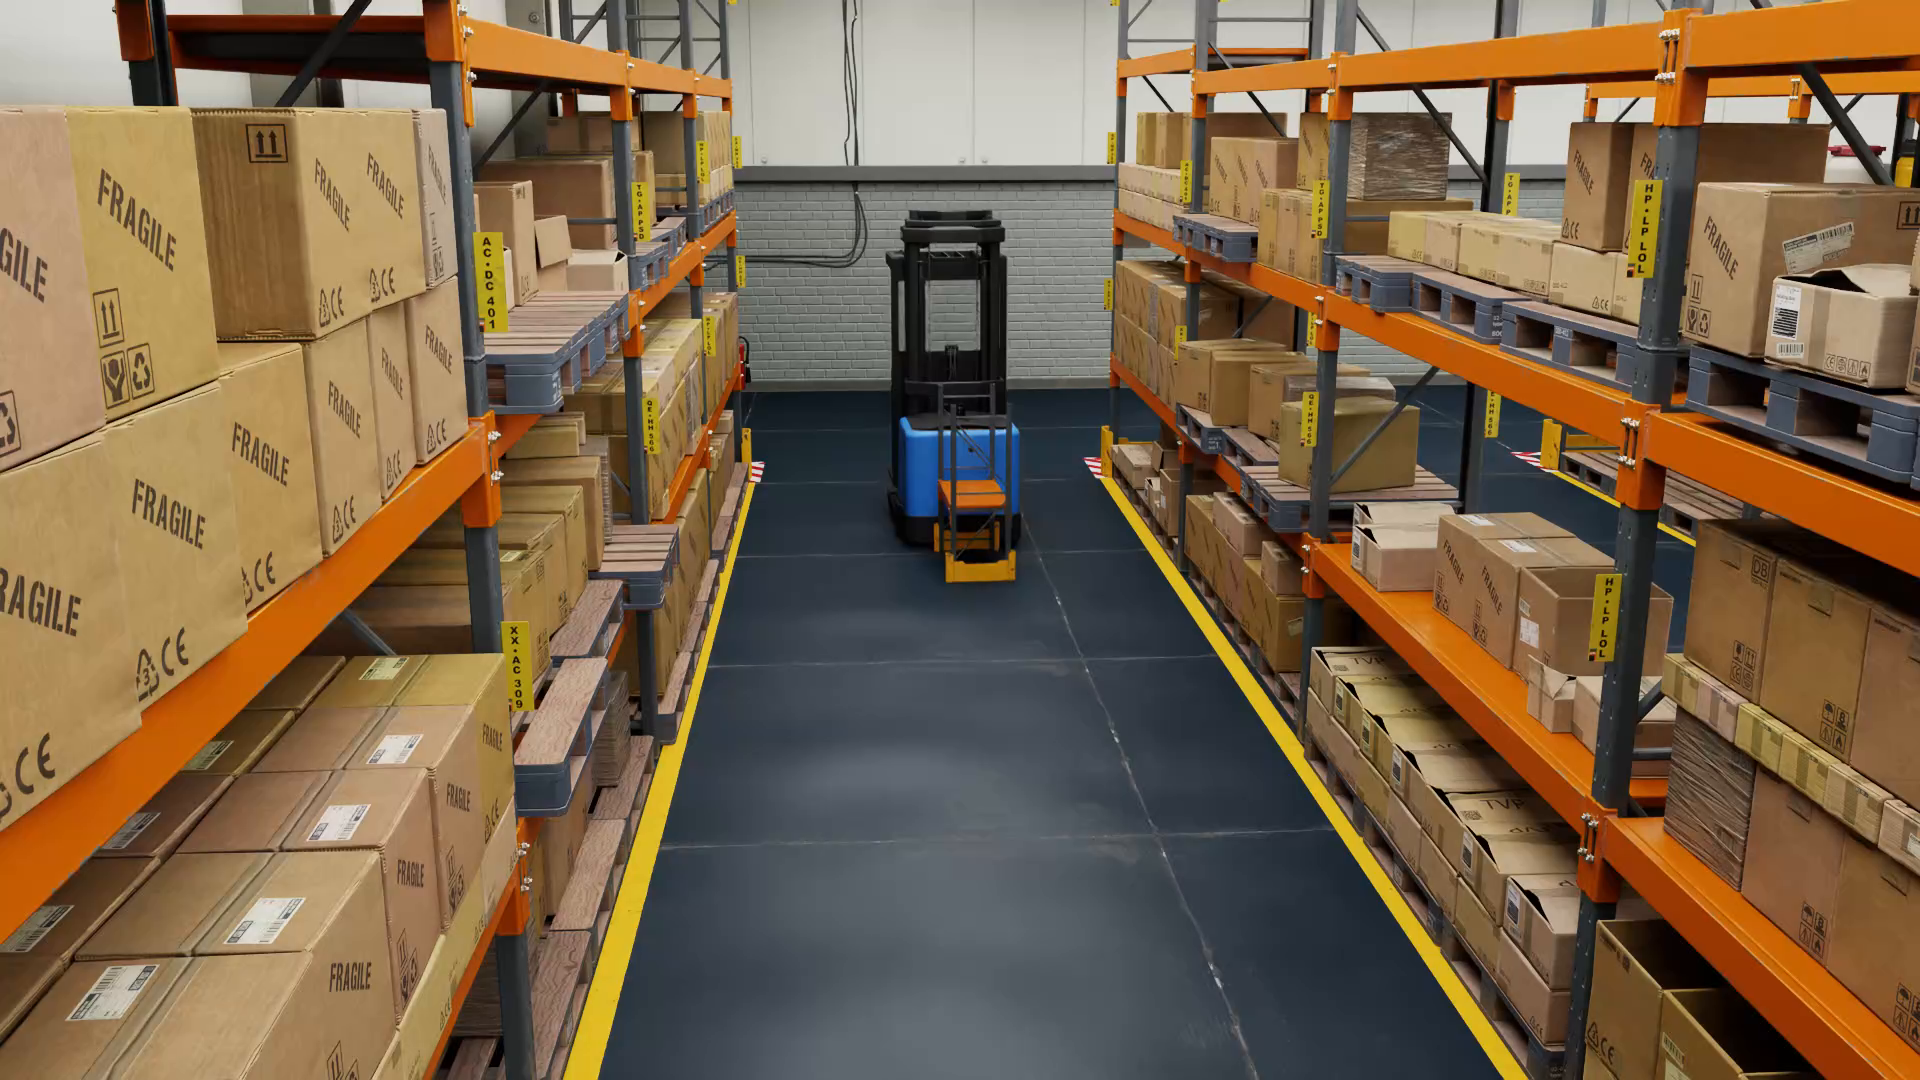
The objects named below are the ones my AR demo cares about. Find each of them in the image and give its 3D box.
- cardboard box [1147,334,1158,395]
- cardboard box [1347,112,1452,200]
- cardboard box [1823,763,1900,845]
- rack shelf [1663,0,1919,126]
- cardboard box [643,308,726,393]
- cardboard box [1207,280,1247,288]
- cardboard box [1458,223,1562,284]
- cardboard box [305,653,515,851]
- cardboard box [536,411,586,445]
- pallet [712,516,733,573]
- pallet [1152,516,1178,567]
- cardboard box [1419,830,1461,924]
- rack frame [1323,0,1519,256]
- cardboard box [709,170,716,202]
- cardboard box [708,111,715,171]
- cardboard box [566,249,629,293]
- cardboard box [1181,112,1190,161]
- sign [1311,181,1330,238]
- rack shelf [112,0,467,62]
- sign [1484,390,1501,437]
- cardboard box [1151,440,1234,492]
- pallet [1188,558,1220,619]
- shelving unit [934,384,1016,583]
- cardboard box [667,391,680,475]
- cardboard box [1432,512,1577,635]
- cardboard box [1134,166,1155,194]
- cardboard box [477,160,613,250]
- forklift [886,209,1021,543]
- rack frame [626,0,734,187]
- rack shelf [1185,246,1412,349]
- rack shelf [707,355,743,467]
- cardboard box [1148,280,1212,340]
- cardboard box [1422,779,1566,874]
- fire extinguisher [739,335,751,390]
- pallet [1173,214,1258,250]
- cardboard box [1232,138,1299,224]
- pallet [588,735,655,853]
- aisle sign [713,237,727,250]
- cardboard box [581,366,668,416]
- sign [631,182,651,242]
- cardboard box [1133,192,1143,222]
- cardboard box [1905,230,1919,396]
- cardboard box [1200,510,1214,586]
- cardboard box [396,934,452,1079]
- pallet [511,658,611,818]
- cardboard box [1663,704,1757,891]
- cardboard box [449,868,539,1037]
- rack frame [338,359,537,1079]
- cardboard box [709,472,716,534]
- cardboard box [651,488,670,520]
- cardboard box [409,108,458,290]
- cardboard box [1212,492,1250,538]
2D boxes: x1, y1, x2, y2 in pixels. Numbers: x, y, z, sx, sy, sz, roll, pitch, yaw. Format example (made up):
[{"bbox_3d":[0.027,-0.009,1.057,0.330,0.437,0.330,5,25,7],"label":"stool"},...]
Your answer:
[{"bbox_3d":[2.011,-1.622,15.333,0.500,0.500,0.500,-1,14,-2],"label":"cardboard box"},{"bbox_3d":[2.593,-2.296,9.928,0.500,0.500,0.500,-1,14,-3],"label":"cardboard box"},{"bbox_3d":[2.749,0.754,4.799,0.380,0.149,0.250,-1,14,-5],"label":"cardboard box"},{"bbox_3d":[2.986,-1.074,3.609,1.077,0.370,4.000,-1,14,-3],"label":"rack shelf"},{"bbox_3d":[-2.690,-1.763,15.479,0.980,0.700,0.700,-2,15,-6],"label":"cardboard box"},{"bbox_3d":[2.554,-2.108,15.214,0.500,0.500,0.500,-1,14,-5],"label":"cardboard box"},{"bbox_3d":[2.773,-1.401,8.115,0.500,0.250,0.500,-1,14,-5],"label":"cardboard box"},{"bbox_3d":[-1.744,0.682,5.334,0.500,0.500,0.500,-1,14,-4],"label":"cardboard box"},{"bbox_3d":[-2.279,-0.615,9.236,0.380,0.149,0.250,-3,15,-11],"label":"cardboard box"},{"bbox_3d":[-2.547,0.040,14.670,1.003,0.211,1.213,-1,14,-3],"label":"pallet"},{"bbox_3d":[2.324,-0.018,14.895,1.003,0.211,1.213,-1,14,-3],"label":"pallet"},{"bbox_3d":[2.485,1.569,7.808,0.500,0.250,0.500,-1,14,-2],"label":"cardboard box"},{"bbox_3d":[2.614,-3.108,9.270,1.000,3.000,0.127,-1,14,-3],"label":"rack frame"},{"bbox_3d":[-2.375,-3.055,14.340,0.500,0.250,0.500,-1,14,-5],"label":"cardboard box"},{"bbox_3d":[-2.380,-3.424,14.272,0.500,0.500,0.500,-1,14,-5],"label":"cardboard box"},{"bbox_3d":[-2.016,-1.369,8.671,0.500,0.311,0.500,-1,14,-3],"label":"cardboard box"},{"bbox_3d":[2.371,-3.554,14.815,0.700,0.500,0.500,-1,14,-3],"label":"cardboard box"},{"bbox_3d":[2.072,-1.898,9.548,0.100,0.325,0.005,-1,14,-3],"label":"sign"},{"bbox_3d":[-1.958,-1.188,3.259,1.077,0.370,4.000,-1,14,-3],"label":"rack shelf"},{"bbox_3d":[3.168,-0.773,9.909,0.100,0.325,0.005,-1,14,-3],"label":"sign"},{"bbox_3d":[2.244,-0.668,15.955,0.797,0.503,0.637,-1,14,-3],"label":"cardboard box"},{"bbox_3d":[2.454,0.355,13.447,1.003,0.211,1.213,-1,14,-3],"label":"pallet"},{"bbox_3d":[0.116,-0.507,14.212,0.587,1.500,1.083,-2,15,-6],"label":"shelving unit"},{"bbox_3d":[-2.158,-0.706,11.136,0.500,0.500,0.500,-1,14,-4],"label":"cardboard box"},{"bbox_3d":[2.734,0.166,8.384,0.500,0.500,0.500,-2,15,-6],"label":"cardboard box"},{"bbox_3d":[1.951,-3.434,15.854,0.500,0.250,0.500,-1,14,-3],"label":"cardboard box"},{"bbox_3d":[-2.417,-1.957,9.732,0.700,0.500,0.500,-2,15,-8],"label":"cardboard box"},{"bbox_3d":[-0.132,-1.709,16.011,1.130,2.935,3.031,-2,15,-6],"label":"forklift"},{"bbox_3d":[-2.826,-5.020,16.701,1.000,3.000,0.127,-1,14,-3],"label":"rack frame"},{"bbox_3d":[2.490,-1.804,11.666,1.077,0.370,4.000,-1,14,-3],"label":"rack shelf"},{"bbox_3d":[-2.702,-1.269,15.605,1.077,0.370,4.000,-1,14,-3],"label":"rack shelf"},{"bbox_3d":[2.011,-2.104,15.202,0.500,0.500,0.500,-1,14,-3],"label":"cardboard box"},{"bbox_3d":[2.483,1.299,7.730,0.500,0.311,0.500,-1,14,-4],"label":"cardboard box"},{"bbox_3d":[-2.375,-1.941,17.679,0.296,0.674,0.183,-1,14,-3],"label":"fire extinguisher"},{"bbox_3d":[2.336,-2.396,12.899,1.213,0.211,1.003,-1,14,-3],"label":"pallet"},{"bbox_3d":[2.388,-2.658,12.297,0.600,0.600,0.600,-1,14,-4],"label":"cardboard box"},{"bbox_3d":[-2.283,1.420,9.308,1.003,0.211,1.213,-1,14,-3],"label":"pallet"},{"bbox_3d":[-2.531,-3.396,17.213,0.394,0.787,0.004,-1,14,-3],"label":"aisle sign"},{"bbox_3d":[-2.135,-0.941,10.545,0.500,0.250,0.500,-1,14,-4],"label":"cardboard box"},{"bbox_3d":[-1.788,-1.836,9.309,0.100,0.325,0.005,-1,14,-3],"label":"sign"},{"bbox_3d":[1.947,-3.192,15.916,0.500,0.250,0.500,-1,14,-3],"label":"cardboard box"},{"bbox_3d":[2.838,-0.570,4.095,0.797,0.503,0.637,1,14,3],"label":"cardboard box"},{"bbox_3d":[2.197,0.057,13.143,0.500,0.500,0.500,-1,14,-3],"label":"cardboard box"},{"bbox_3d":[-1.681,1.295,4.459,0.500,0.250,0.500,-1,14,-4],"label":"cardboard box"},{"bbox_3d":[-1.984,0.770,6.621,1.003,0.211,1.213,-1,14,-3],"label":"pallet"},{"bbox_3d":[2.895,0.854,5.710,0.700,0.500,0.500,-1,14,-5],"label":"cardboard box"},{"bbox_3d":[-2.145,1.684,6.817,0.700,0.500,0.500,0,14,-2],"label":"cardboard box"},{"bbox_3d":[-2.082,0.870,5.850,1.000,3.000,0.127,-1,14,-3],"label":"rack frame"},{"bbox_3d":[-2.522,-0.300,14.571,0.700,0.500,0.500,-1,14,-3],"label":"cardboard box"},{"bbox_3d":[-2.058,-0.229,10.583,0.380,0.149,0.250,0,14,-2],"label":"cardboard box"},{"bbox_3d":[-1.781,-1.005,4.869,0.500,0.500,0.500,-2,15,-8],"label":"cardboard box"},{"bbox_3d":[2.215,-0.190,12.598,0.500,0.250,0.500,-1,14,-3],"label":"cardboard box"}]
